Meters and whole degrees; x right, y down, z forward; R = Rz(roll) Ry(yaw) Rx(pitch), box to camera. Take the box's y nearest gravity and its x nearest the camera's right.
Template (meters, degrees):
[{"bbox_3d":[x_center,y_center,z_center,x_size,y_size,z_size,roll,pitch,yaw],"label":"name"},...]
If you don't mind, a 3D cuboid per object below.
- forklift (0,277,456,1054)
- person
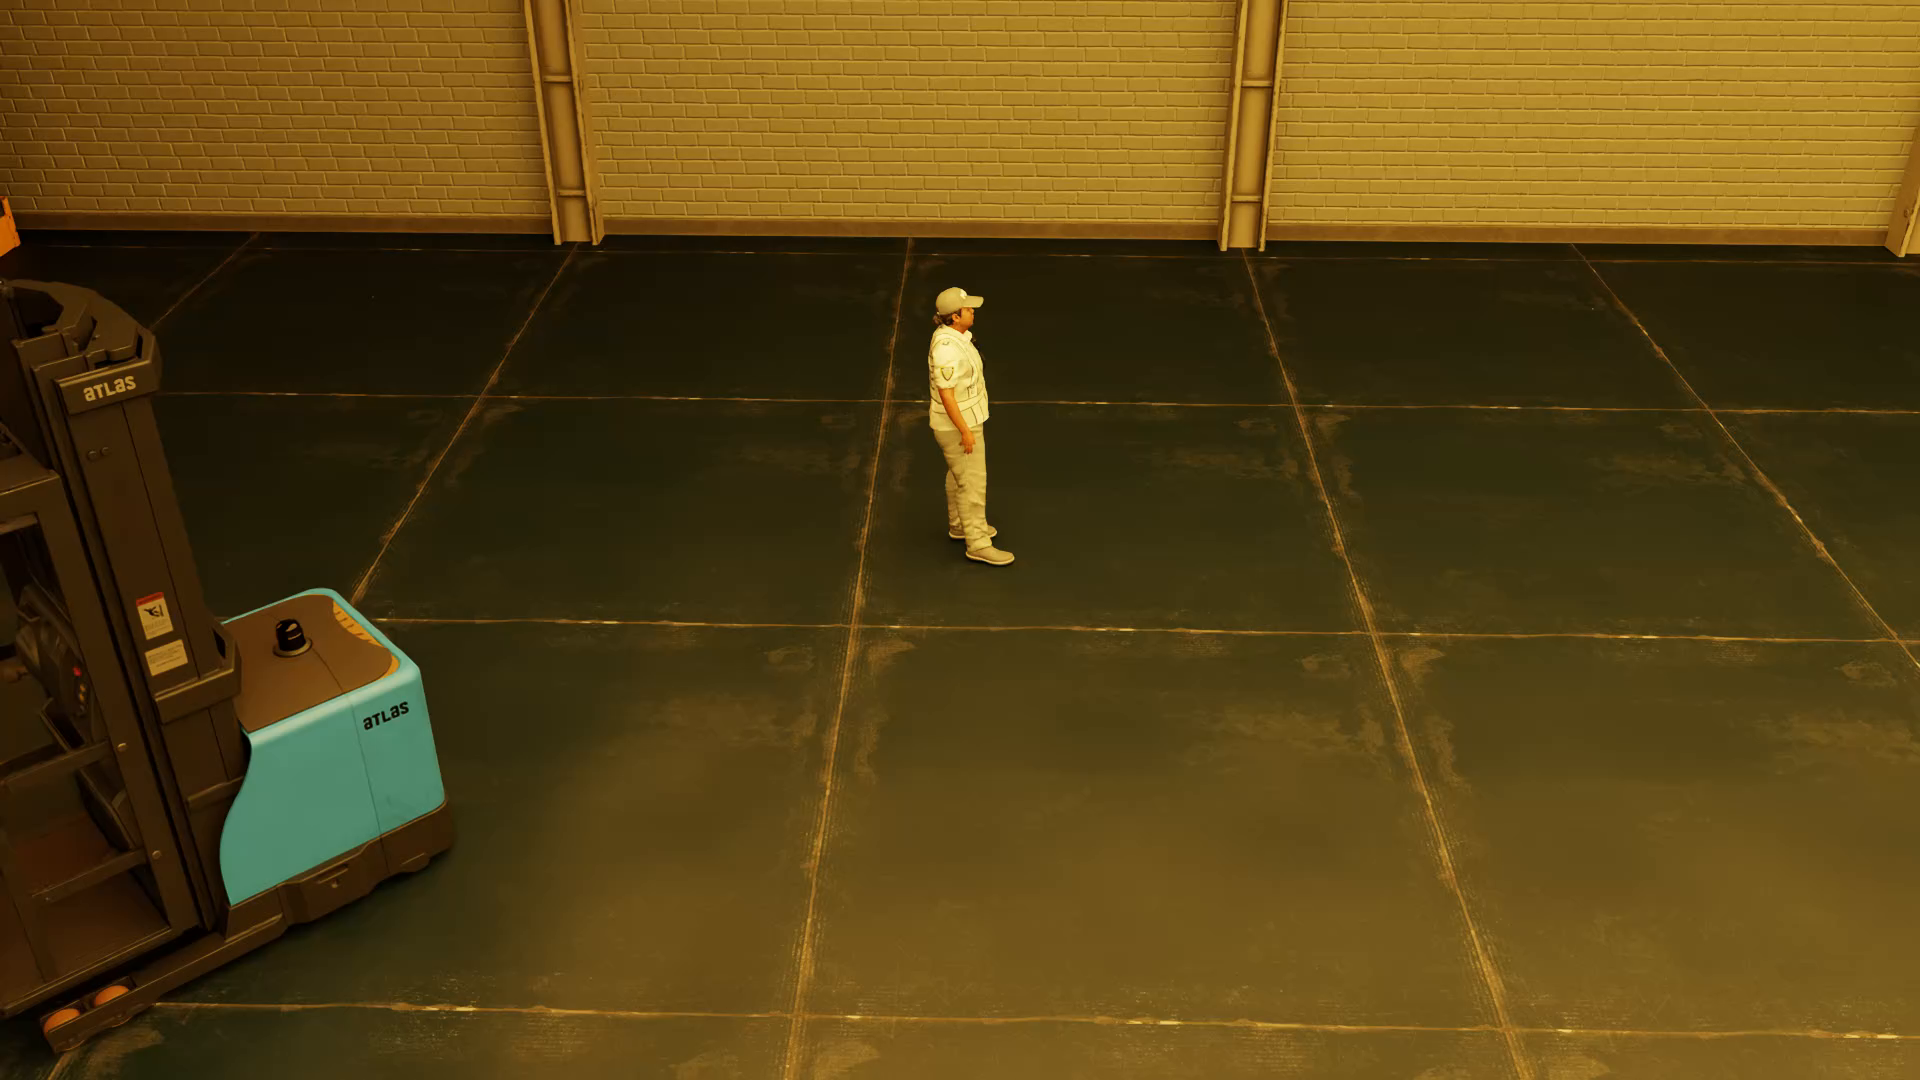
[{"bbox_3d":[-3.835,0.555,6.673,3.031,2.935,1.130,-25,39,-36],"label":"forklift"},{"bbox_3d":[0.076,-0.712,10.051,0.529,1.670,0.598,1,31,1],"label":"person"}]
